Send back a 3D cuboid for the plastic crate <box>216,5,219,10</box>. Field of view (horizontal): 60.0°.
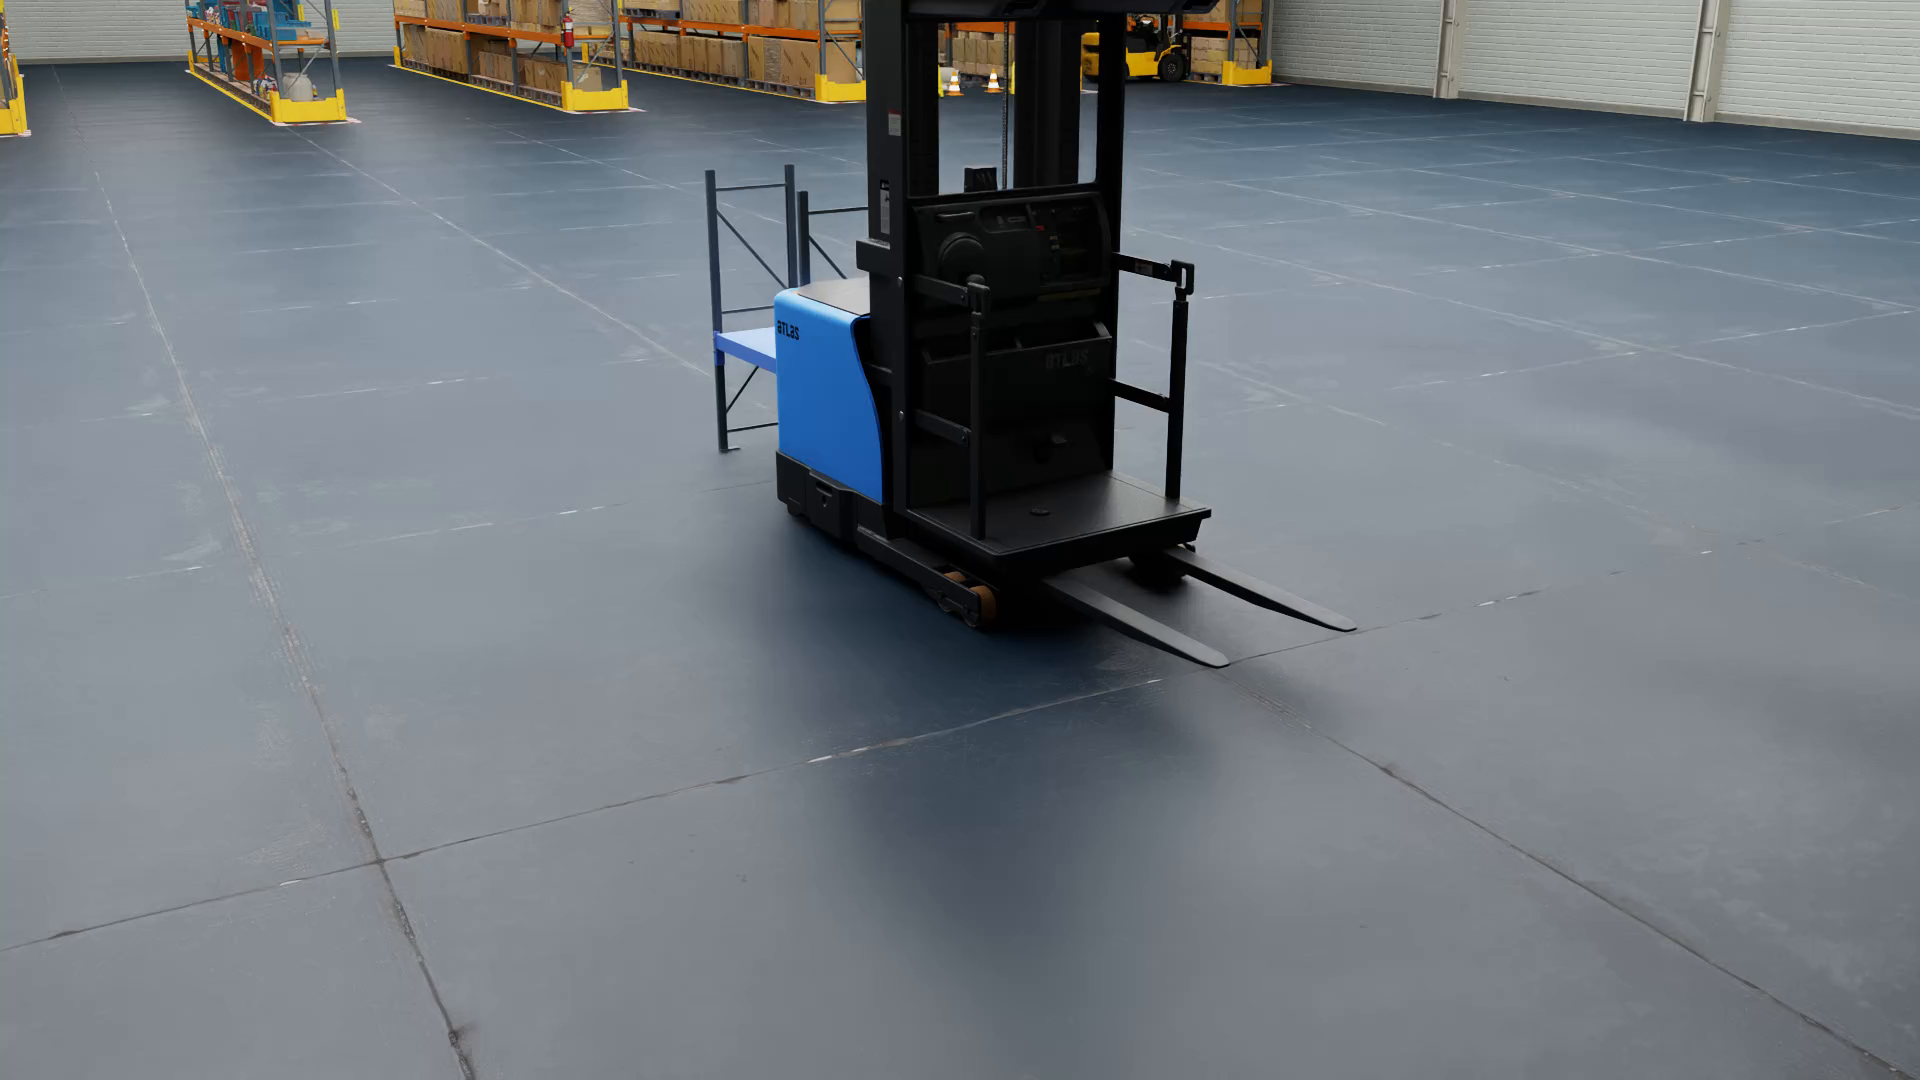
[{"bbox_3d":[-17.299,-12.462,39.238,0.437,0.282,0.530,-10,21,-27],"label":"plastic crate"}]

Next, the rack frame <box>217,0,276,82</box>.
[{"bbox_3d":[-14.837,-10.875,34.548,1.000,3.000,0.127,-10,21,-27],"label":"rack frame"}]

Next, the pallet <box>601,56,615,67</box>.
[{"bbox_3d":[-8.898,-12.749,44.255,1.003,0.211,1.213,-10,21,-27],"label":"pallet"}]

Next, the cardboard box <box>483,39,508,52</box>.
[{"bbox_3d":[-10.134,-10.835,36.441,0.500,0.250,0.500,-9,21,-24],"label":"cardboard box"}]

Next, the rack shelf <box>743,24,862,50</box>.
[{"bbox_3d":[-3.216,-10.319,34.040,1.077,0.370,4.000,-10,21,-27],"label":"rack shelf"}]

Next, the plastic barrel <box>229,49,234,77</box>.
[{"bbox_3d":[-15.621,-10.395,36.212,0.600,0.588,0.708,-10,21,-27],"label":"plastic barrel"}]

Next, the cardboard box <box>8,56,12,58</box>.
[{"bbox_3d":[-19.902,-9.753,34.455,0.500,0.500,0.500,-11,22,-28],"label":"cardboard box"}]

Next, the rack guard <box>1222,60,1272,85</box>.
[{"bbox_3d":[6.420,-10.462,37.184,1.175,0.500,0.348,-10,21,-27],"label":"rack guard"}]

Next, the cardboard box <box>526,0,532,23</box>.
[{"bbox_3d":[-7.887,-10.266,32.174,0.875,0.500,0.500,-10,21,-27],"label":"cardboard box"}]

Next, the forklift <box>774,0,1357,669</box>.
[{"bbox_3d":[0.341,-1.213,6.652,1.130,2.935,3.031,-12,22,-31],"label":"forklift"}]

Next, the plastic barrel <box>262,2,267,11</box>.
[{"bbox_3d":[-13.199,-10.099,32.093,0.433,0.535,0.433,0,19,0],"label":"plastic barrel"}]

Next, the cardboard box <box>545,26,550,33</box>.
[{"bbox_3d":[-7.604,-9.633,31.334,0.380,0.149,0.250,-10,21,-27],"label":"cardboard box"}]

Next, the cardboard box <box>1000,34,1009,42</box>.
[{"bbox_3d":[1.082,-10.797,35.752,0.380,0.149,0.250,-10,21,-26],"label":"cardboard box"}]

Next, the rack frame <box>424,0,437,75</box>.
[{"bbox_3d":[-12.378,-12.790,40.099,1.000,3.000,0.127,-10,21,-27],"label":"rack frame"}]

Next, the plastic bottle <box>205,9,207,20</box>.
[{"bbox_3d":[-16.874,-11.758,37.287,0.061,0.283,0.133,-10,21,-27],"label":"plastic bottle"}]

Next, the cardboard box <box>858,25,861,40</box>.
[{"bbox_3d":[-2.012,-12.582,42.110,0.875,0.875,0.875,-10,22,-27],"label":"cardboard box"}]

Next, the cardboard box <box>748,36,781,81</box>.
[{"bbox_3d":[-3.928,-10.236,35.310,0.875,0.875,0.875,-10,21,-26],"label":"cardboard box"}]

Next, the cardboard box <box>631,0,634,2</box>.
[{"bbox_3d":[-7.934,-13.417,41.202,0.380,0.149,0.250,-9,21,-25],"label":"cardboard box"}]

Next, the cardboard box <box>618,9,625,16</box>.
[{"bbox_3d":[-8.524,-13.514,42.580,0.380,0.149,0.250,-11,22,-28],"label":"cardboard box"}]

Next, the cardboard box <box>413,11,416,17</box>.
[{"bbox_3d":[-13.300,-13.004,41.103,0.380,0.149,0.250,-10,21,-26],"label":"cardboard box"}]

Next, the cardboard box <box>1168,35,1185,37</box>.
[{"bbox_3d":[4.943,-11.693,38.958,0.500,0.250,0.500,-9,21,-25],"label":"cardboard box"}]

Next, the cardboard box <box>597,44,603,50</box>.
[{"bbox_3d":[-9.540,-13.245,44.687,0.380,0.149,0.250,-9,21,-25],"label":"cardboard box"}]

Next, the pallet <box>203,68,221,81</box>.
[{"bbox_3d":[-17.120,-10.910,38.925,1.003,0.211,1.213,-10,21,-27],"label":"pallet"}]

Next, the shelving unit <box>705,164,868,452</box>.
[{"bbox_3d":[-0.819,-1.097,8.512,0.538,1.500,1.048,-12,22,-31],"label":"shelving unit"}]

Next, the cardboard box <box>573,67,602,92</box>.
[{"bbox_3d":[-6.961,-8.544,30.982,0.500,0.500,0.500,-6,20,-17],"label":"cardboard box"}]

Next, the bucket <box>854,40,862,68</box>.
[{"bbox_3d":[-2.072,-10.722,36.794,0.726,0.611,0.620,-3,9,-8],"label":"bucket"}]

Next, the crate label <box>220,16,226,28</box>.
[{"bbox_3d":[-14.967,-10.617,34.057,0.303,0.233,0.416,-10,21,-27],"label":"crate label"}]

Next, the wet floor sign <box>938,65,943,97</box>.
[{"bbox_3d":[-0.510,-9.270,33.507,0.267,0.644,0.232,-14,24,-36],"label":"wet floor sign"}]

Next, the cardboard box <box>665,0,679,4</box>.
[{"bbox_3d":[-6.700,-12.673,39.044,0.380,0.149,0.250,-9,21,-26],"label":"cardboard box"}]

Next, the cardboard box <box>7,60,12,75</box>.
[{"bbox_3d":[-18.733,-9.160,32.291,0.500,0.311,0.500,-9,21,-25],"label":"cardboard box"}]

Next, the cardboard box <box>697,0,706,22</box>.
[{"bbox_3d":[-5.606,-11.967,37.561,0.500,0.500,0.500,-10,21,-27],"label":"cardboard box"}]

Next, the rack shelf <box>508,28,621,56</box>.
[{"bbox_3d":[-7.629,-9.579,31.897,1.077,0.370,4.000,-10,21,-27],"label":"rack shelf"}]

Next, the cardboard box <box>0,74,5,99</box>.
[{"bbox_3d":[-15.697,-7.397,26.891,0.500,0.500,0.500,-10,21,-27],"label":"cardboard box"}]

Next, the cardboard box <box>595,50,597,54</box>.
[{"bbox_3d":[-9.700,-13.266,45.205,0.380,0.149,0.250,-10,21,-27],"label":"cardboard box"}]

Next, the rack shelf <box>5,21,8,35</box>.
[{"bbox_3d":[-22.047,-11.491,37.437,1.077,0.370,4.000,-10,21,-27],"label":"rack shelf"}]

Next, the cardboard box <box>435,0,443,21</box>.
[{"bbox_3d":[-11.902,-12.379,38.754,0.500,0.500,0.500,-11,22,-28],"label":"cardboard box"}]

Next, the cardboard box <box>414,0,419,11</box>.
[{"bbox_3d":[-13.066,-13.094,40.754,0.500,0.250,0.500,-9,21,-25],"label":"cardboard box"}]

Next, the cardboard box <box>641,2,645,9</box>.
[{"bbox_3d":[-7.557,-13.051,40.596,0.380,0.149,0.250,-10,22,-28],"label":"cardboard box"}]

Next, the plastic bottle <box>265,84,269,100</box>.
[{"bbox_3d":[-12.368,-7.992,29.684,0.061,0.283,0.133,-9,21,-25],"label":"plastic bottle"}]

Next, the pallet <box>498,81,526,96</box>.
[{"bbox_3d":[-8.950,-9.399,34.546,1.003,0.211,1.213,-10,21,-27],"label":"pallet"}]

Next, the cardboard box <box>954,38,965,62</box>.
[{"bbox_3d":[0.185,-11.071,37.538,0.500,0.500,0.500,-9,21,-24],"label":"cardboard box"}]

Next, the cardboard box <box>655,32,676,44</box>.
[{"bbox_3d":[-7.097,-12.200,40.427,0.500,0.250,0.500,-9,21,-25],"label":"cardboard box"}]

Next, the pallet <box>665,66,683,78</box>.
[{"bbox_3d":[-6.435,-11.288,40.019,1.003,0.211,1.213,-10,21,-27],"label":"pallet"}]

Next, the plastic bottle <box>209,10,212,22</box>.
[{"bbox_3d":[-16.412,-11.507,36.570,0.152,0.276,0.135,-10,21,-27],"label":"plastic bottle"}]

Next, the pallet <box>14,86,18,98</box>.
[{"bbox_3d":[-19.519,-9.011,33.421,1.003,0.211,1.213,-10,21,-27],"label":"pallet"}]

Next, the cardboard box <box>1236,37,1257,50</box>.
[{"bbox_3d":[6.347,-11.189,37.497,0.500,0.250,0.500,-10,22,-27],"label":"cardboard box"}]
